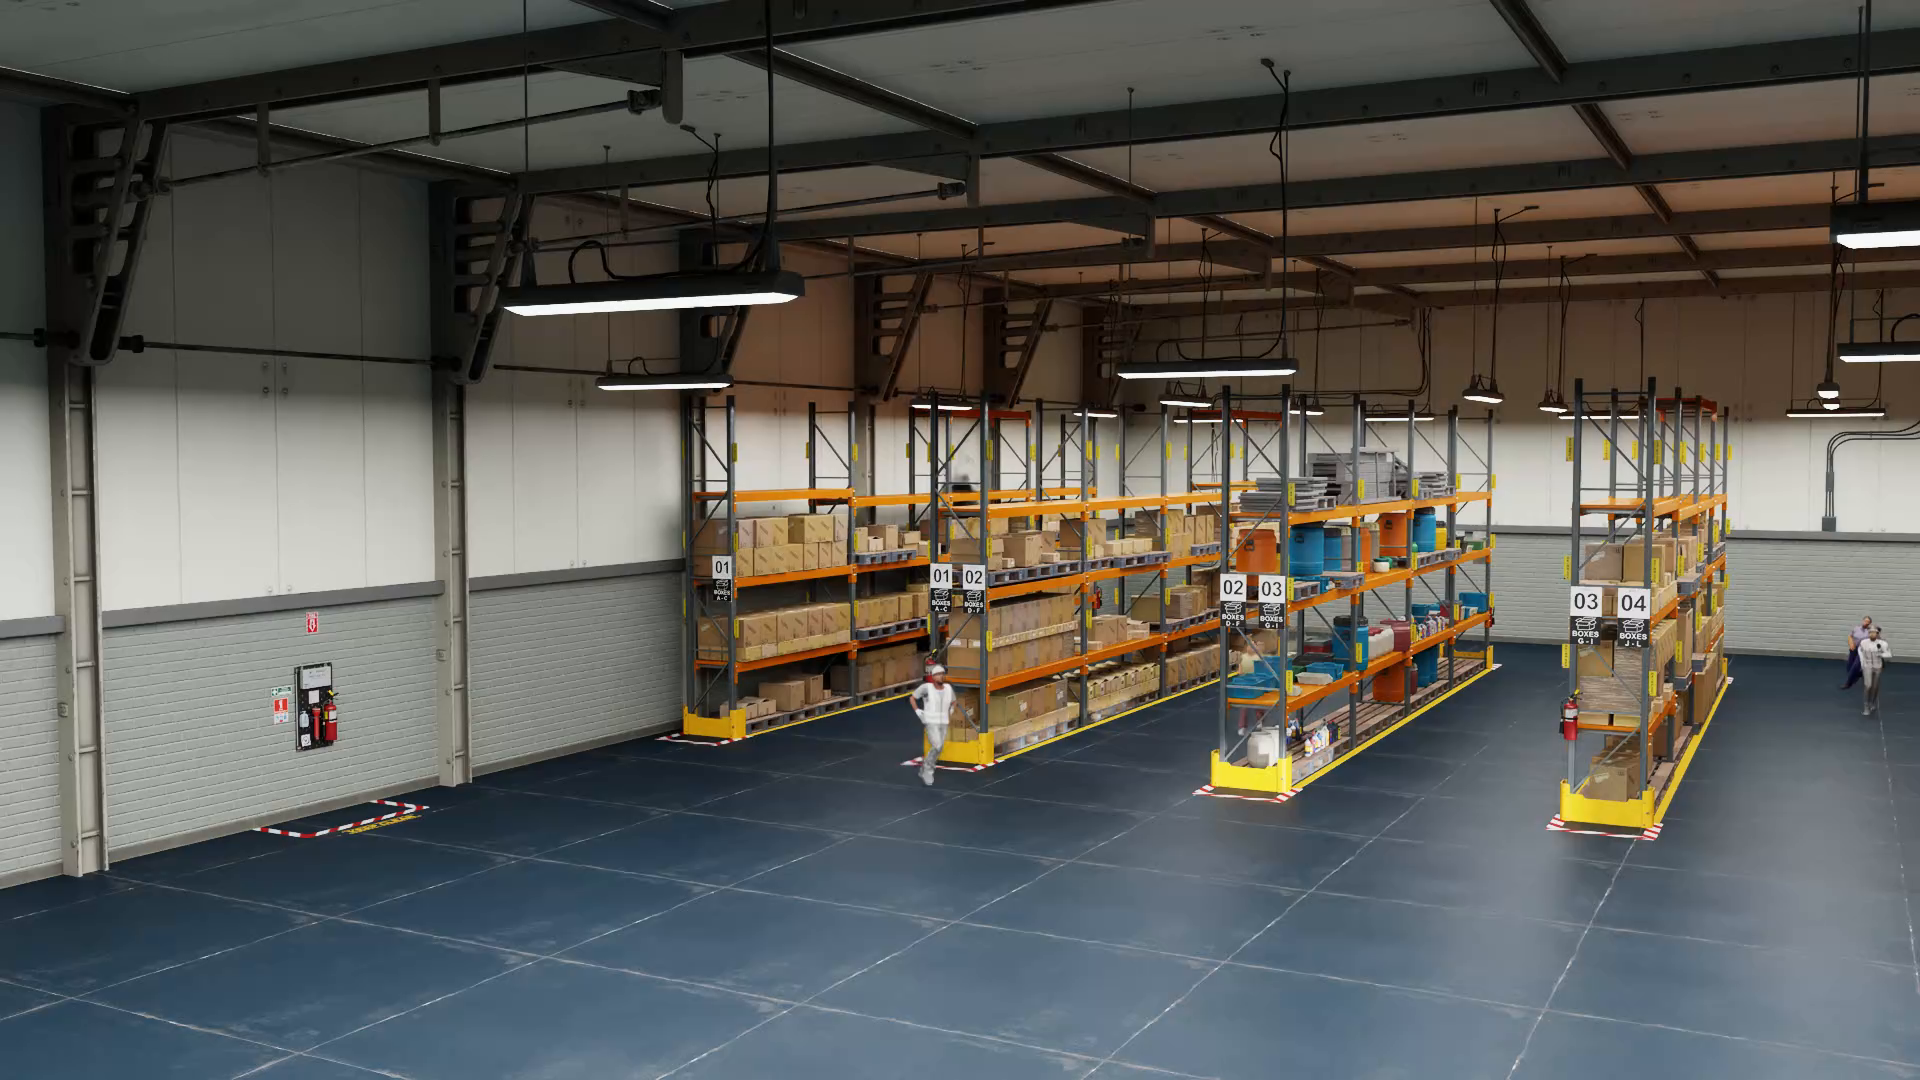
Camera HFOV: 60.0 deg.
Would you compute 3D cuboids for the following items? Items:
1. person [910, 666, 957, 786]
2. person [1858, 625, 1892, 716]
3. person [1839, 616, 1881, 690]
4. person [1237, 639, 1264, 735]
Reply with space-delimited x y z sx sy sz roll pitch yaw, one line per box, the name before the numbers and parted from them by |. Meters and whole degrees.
person | -0.347 2.800 25.155 0.685 1.800 0.626 -2 4 -33
person | 17.481 2.497 31.808 0.565 1.761 0.735 2 3 29
person | 19.052 2.389 35.089 0.789 1.560 0.685 -2 4 -37
person | 5.163 2.590 29.523 0.573 1.654 0.964 2 3 27
